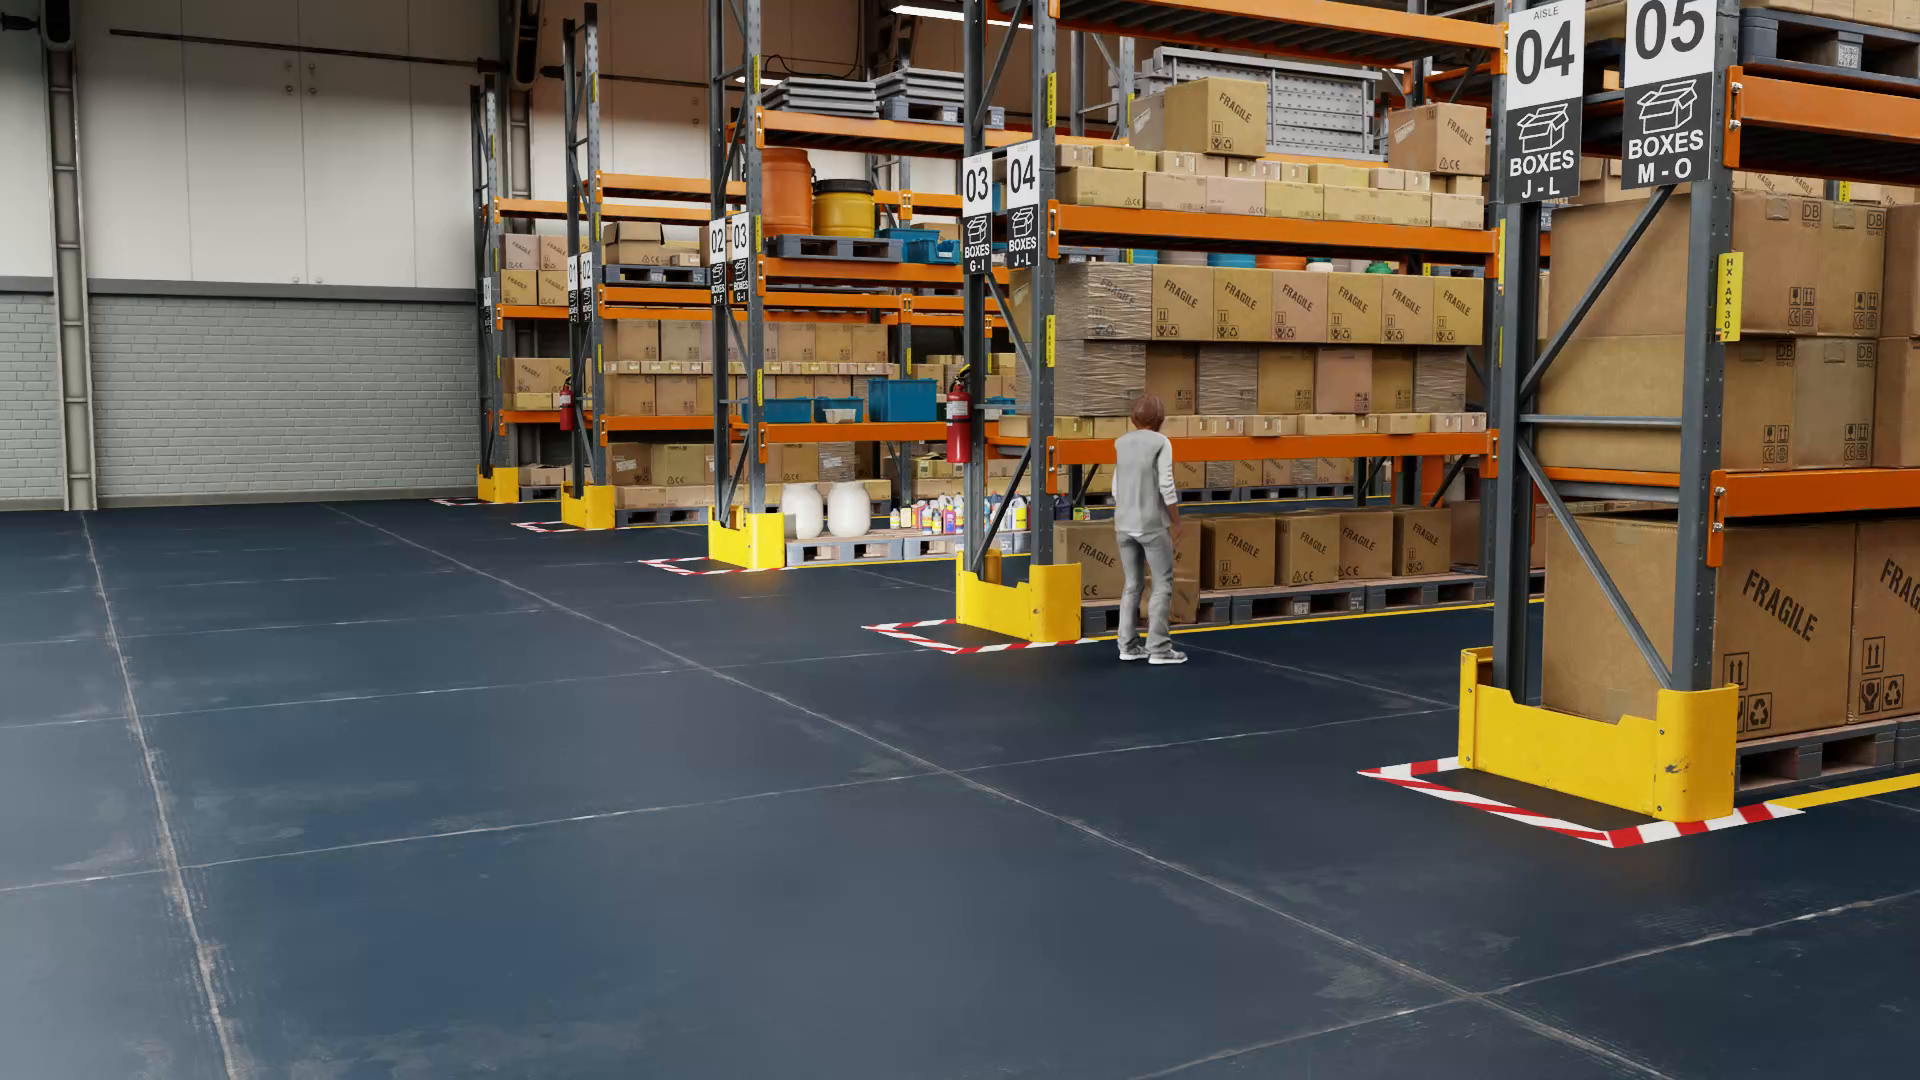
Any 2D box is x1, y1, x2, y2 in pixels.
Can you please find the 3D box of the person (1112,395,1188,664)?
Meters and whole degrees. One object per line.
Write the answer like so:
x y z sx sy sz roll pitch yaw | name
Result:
1.102 -0.064 9.903 0.455 1.596 0.341 5 7 43 | person
